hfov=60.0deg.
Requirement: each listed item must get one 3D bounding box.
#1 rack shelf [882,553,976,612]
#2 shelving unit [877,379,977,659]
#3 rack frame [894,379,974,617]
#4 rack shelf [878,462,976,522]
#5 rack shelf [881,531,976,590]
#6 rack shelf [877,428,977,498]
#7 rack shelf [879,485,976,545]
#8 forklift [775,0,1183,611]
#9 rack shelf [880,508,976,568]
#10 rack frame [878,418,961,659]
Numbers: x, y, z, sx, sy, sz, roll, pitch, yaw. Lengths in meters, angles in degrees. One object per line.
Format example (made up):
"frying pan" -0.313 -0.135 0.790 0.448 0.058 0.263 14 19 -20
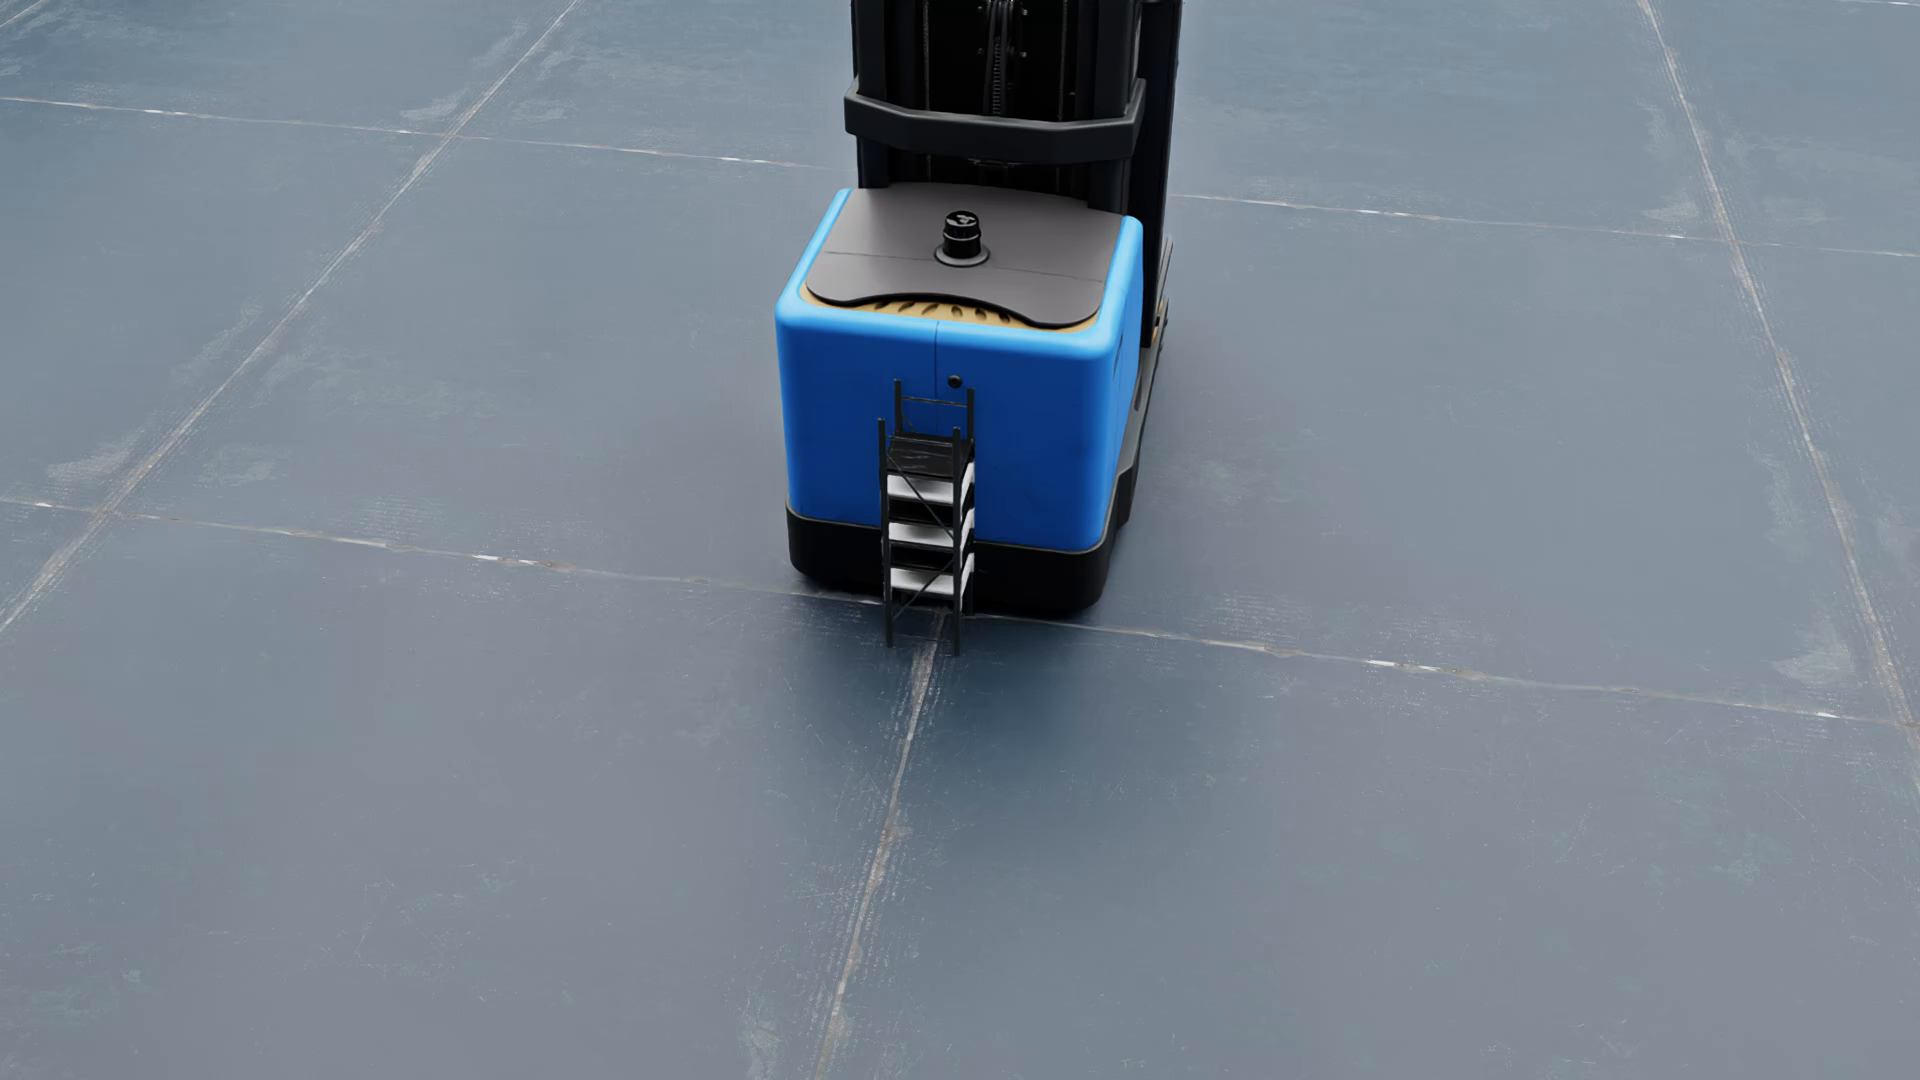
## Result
"rack shelf" -0.096 0.116 5.238 0.258 0.077 0.200 7 40 9
"shelving unit" -0.096 -0.048 5.102 0.258 0.900 0.210 7 40 9
"rack frame" -0.076 -0.112 5.179 0.240 0.900 0.006 7 40 9
"rack shelf" -0.096 -0.161 5.009 0.258 0.077 0.200 7 40 9
"rack shelf" -0.096 0.047 5.181 0.258 0.077 0.200 7 40 9
"rack shelf" -0.096 -0.231 4.951 0.258 0.077 0.200 7 40 9
"rack shelf" -0.096 -0.092 5.066 0.258 0.077 0.200 7 40 9
"forklift" 0.229 -1.846 5.682 1.130 2.935 3.031 7 40 9
"rack shelf" -0.096 -0.022 5.123 0.258 0.077 0.200 7 40 9
"rack frame" -0.117 0.015 5.025 0.240 0.900 0.006 7 40 9
